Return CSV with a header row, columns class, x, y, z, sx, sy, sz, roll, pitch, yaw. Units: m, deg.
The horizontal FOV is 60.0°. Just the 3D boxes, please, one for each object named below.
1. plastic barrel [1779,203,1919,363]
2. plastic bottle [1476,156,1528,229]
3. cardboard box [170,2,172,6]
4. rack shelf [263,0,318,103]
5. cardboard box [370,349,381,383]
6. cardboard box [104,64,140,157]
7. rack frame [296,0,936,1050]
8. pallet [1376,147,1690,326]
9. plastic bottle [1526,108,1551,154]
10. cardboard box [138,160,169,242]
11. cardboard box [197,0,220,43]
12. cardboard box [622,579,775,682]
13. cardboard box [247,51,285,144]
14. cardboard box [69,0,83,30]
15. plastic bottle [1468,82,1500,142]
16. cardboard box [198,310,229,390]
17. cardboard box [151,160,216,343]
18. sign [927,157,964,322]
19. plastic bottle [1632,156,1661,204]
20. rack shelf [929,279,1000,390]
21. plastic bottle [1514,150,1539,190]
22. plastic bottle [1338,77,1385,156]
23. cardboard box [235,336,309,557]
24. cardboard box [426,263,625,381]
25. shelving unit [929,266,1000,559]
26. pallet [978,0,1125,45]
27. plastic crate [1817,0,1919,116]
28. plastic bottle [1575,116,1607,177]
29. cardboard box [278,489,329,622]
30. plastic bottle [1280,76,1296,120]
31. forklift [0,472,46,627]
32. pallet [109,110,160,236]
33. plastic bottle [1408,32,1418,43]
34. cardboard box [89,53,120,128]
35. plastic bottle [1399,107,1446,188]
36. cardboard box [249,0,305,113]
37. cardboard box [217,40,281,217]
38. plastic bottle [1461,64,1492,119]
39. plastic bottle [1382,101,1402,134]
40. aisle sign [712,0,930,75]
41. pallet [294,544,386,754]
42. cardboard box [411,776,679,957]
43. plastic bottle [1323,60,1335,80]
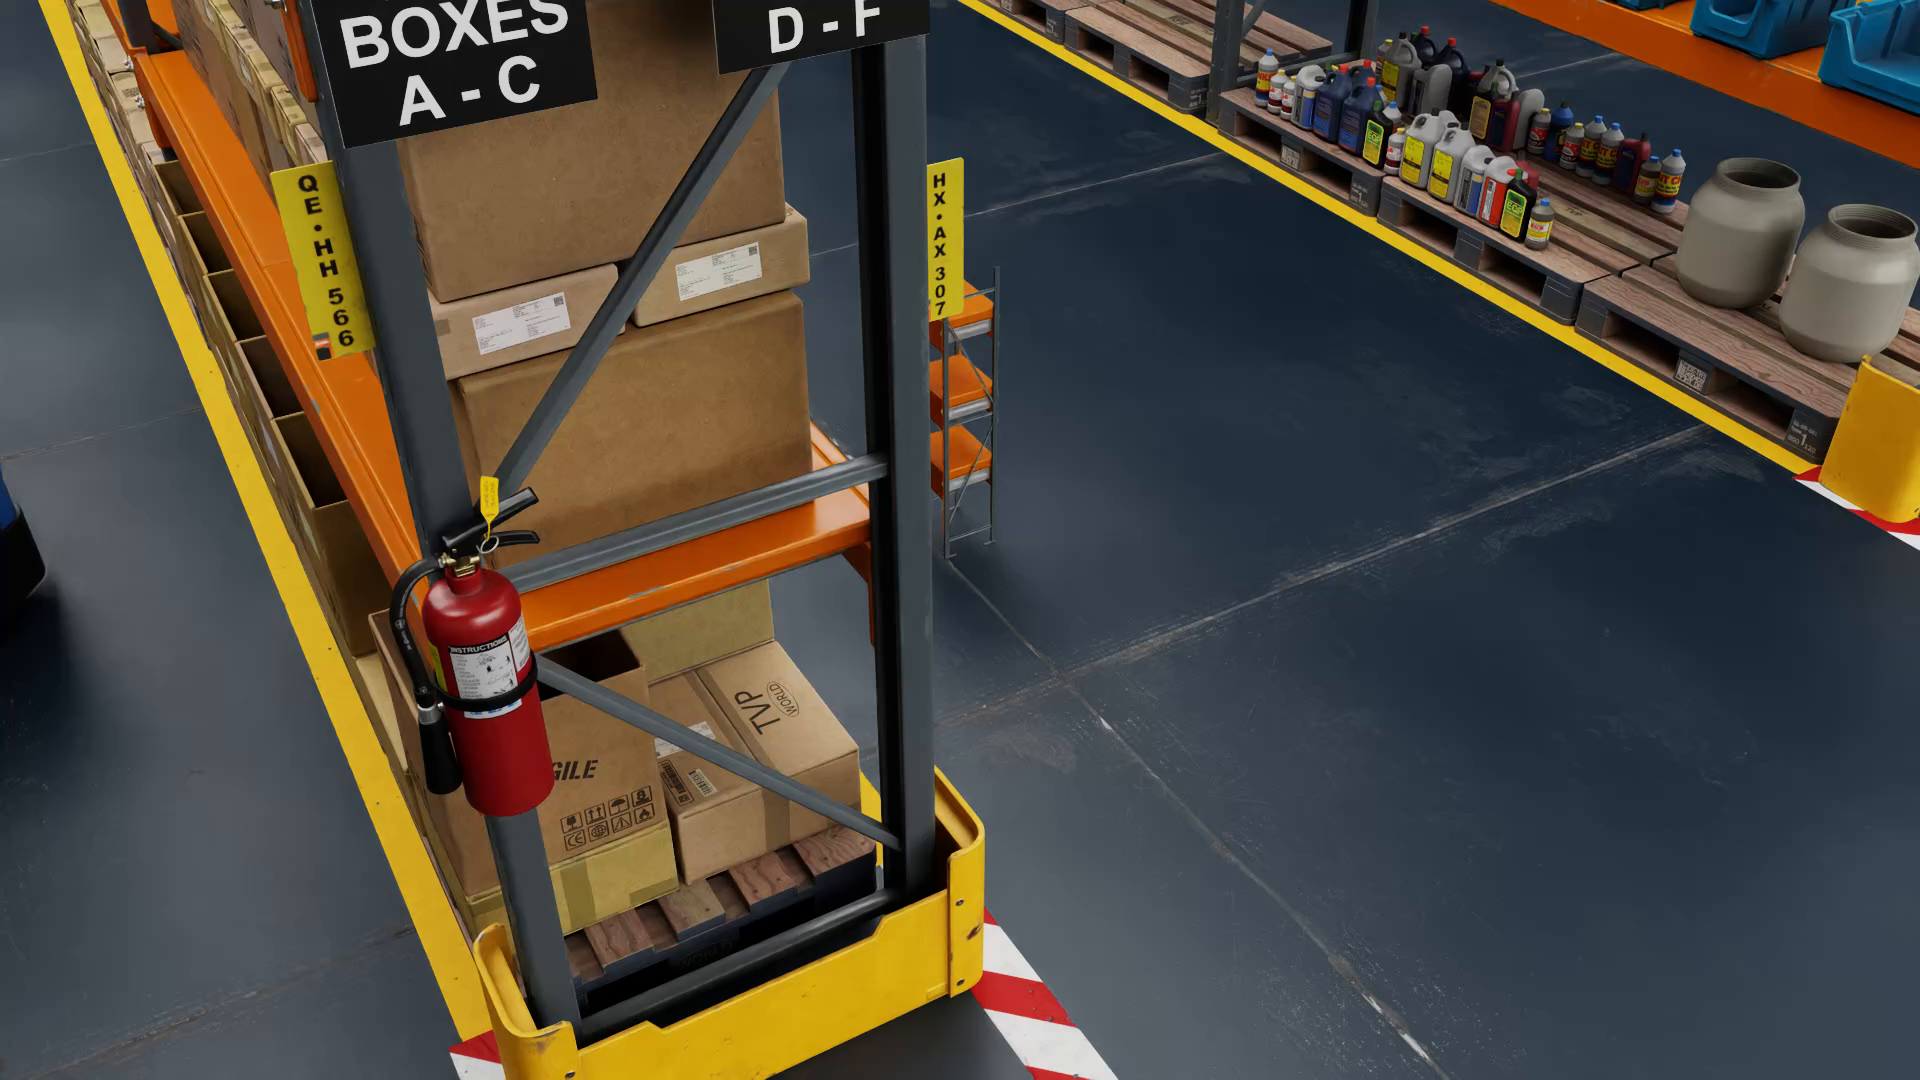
class,x,y,z,sx,sy,sz,roll,pitch,yaw
plastic barrel,3.367,-0.970,6.288,0.421,0.512,0.421,0,36,0
plastic bottle,2.359,-1.513,7.215,0.152,0.276,0.135,-19,40,-24
cardboard box,-2.815,-2.244,6.406,0.500,0.250,0.500,-16,39,-21
rack shelf,-1.525,-1.967,3.967,1.077,0.370,4.000,-19,40,-24
cardboard box,-1.012,-0.575,3.909,0.700,0.500,0.500,-18,40,-23
cardboard box,-3.497,-1.992,7.434,0.500,0.311,0.500,-19,40,-24
rack frame,-0.521,-0.026,3.243,1.000,3.000,0.127,-19,40,-24
pallet,2.673,-1.428,7.527,1.003,0.211,1.213,-19,40,-24
plastic bottle,2.747,-1.938,7.860,0.097,0.201,0.097,0,36,0
cardboard box,-3.242,-1.509,7.249,0.500,0.250,0.500,-20,40,-25
cardboard box,-1.912,-1.518,4.651,0.380,0.149,0.250,-20,41,-25
cardboard box,-0.851,0.018,4.522,0.500,0.500,0.500,-19,40,-24
cardboard box,-1.529,-1.127,4.115,0.380,0.149,0.250,-18,40,-23
cardboard box,-4.259,-2.772,8.502,0.500,0.311,0.500,-20,41,-25
plastic bottle,2.510,-2.064,7.962,0.061,0.283,0.133,-19,40,-24
cardboard box,-2.559,-0.799,6.276,0.500,0.250,0.500,-19,40,-24
cardboard box,-2.568,-1.099,6.051,0.500,0.500,0.500,-19,40,-24
sign,-0.038,-0.569,3.185,0.100,0.325,0.005,-19,40,-24
plastic bottle,3.071,-1.610,7.410,0.097,0.201,0.097,0,36,0
rack shelf,-0.027,-0.672,5.317,0.215,0.259,0.240,-19,40,-24
plastic bottle,2.451,-1.548,7.256,0.061,0.283,0.133,-19,40,-24
plastic bottle,1.896,-2.009,7.831,0.144,0.351,0.185,-21,41,-26
cardboard box,-1.813,-0.335,5.004,0.500,0.500,0.500,-19,40,-24
cardboard box,-0.877,-0.467,3.211,0.380,0.149,0.250,-20,40,-25
shelving unit,-0.027,-0.451,5.478,0.215,1.050,0.252,-19,40,-24
pallet,0.709,-3.418,10.251,1.003,0.211,1.213,-19,40,-24
plastic crate,3.254,-1.599,5.522,0.499,0.251,0.616,-19,40,-24
plastic bottle,2.900,-1.811,7.626,0.097,0.271,0.097,0,36,0
cardboard box,-1.810,-0.033,5.227,0.500,0.250,0.500,-19,40,-24
plastic bottle,1.638,-2.184,8.196,0.097,0.201,0.097,0,36,0
forklift,-4.555,-0.826,4.396,3.031,2.935,1.130,3,36,4
pallet,-3.551,-1.927,8.210,1.003,0.211,1.213,-19,40,-24
plastic bottle,2.281,-2.465,8.512,0.061,0.283,0.133,-17,39,-22
cardboard box,-4.011,-2.292,8.320,0.500,0.250,0.500,-20,41,-25
plastic bottle,2.110,-1.792,7.534,0.144,0.351,0.185,-19,40,-24
cardboard box,-1.294,-1.383,3.915,0.700,0.500,0.500,-19,40,-24
cardboard box,-1.783,-1.358,4.981,0.700,0.500,0.500,-18,40,-23
plastic bottle,2.542,-2.201,8.151,0.061,0.283,0.133,-16,39,-21
plastic bottle,2.002,-1.913,7.766,0.097,0.271,0.097,0,36,0
aisle sign,-0.223,-1.133,2.554,0.394,0.787,0.004,-19,40,-24
pallet,-1.550,0.101,5.433,1.003,0.211,1.213,-19,40,-24
cardboard box,-1.046,0.729,4.184,0.500,0.250,0.500,-19,40,-24
plastic bottle,1.813,-2.195,8.143,0.061,0.283,0.133,-19,40,-24
